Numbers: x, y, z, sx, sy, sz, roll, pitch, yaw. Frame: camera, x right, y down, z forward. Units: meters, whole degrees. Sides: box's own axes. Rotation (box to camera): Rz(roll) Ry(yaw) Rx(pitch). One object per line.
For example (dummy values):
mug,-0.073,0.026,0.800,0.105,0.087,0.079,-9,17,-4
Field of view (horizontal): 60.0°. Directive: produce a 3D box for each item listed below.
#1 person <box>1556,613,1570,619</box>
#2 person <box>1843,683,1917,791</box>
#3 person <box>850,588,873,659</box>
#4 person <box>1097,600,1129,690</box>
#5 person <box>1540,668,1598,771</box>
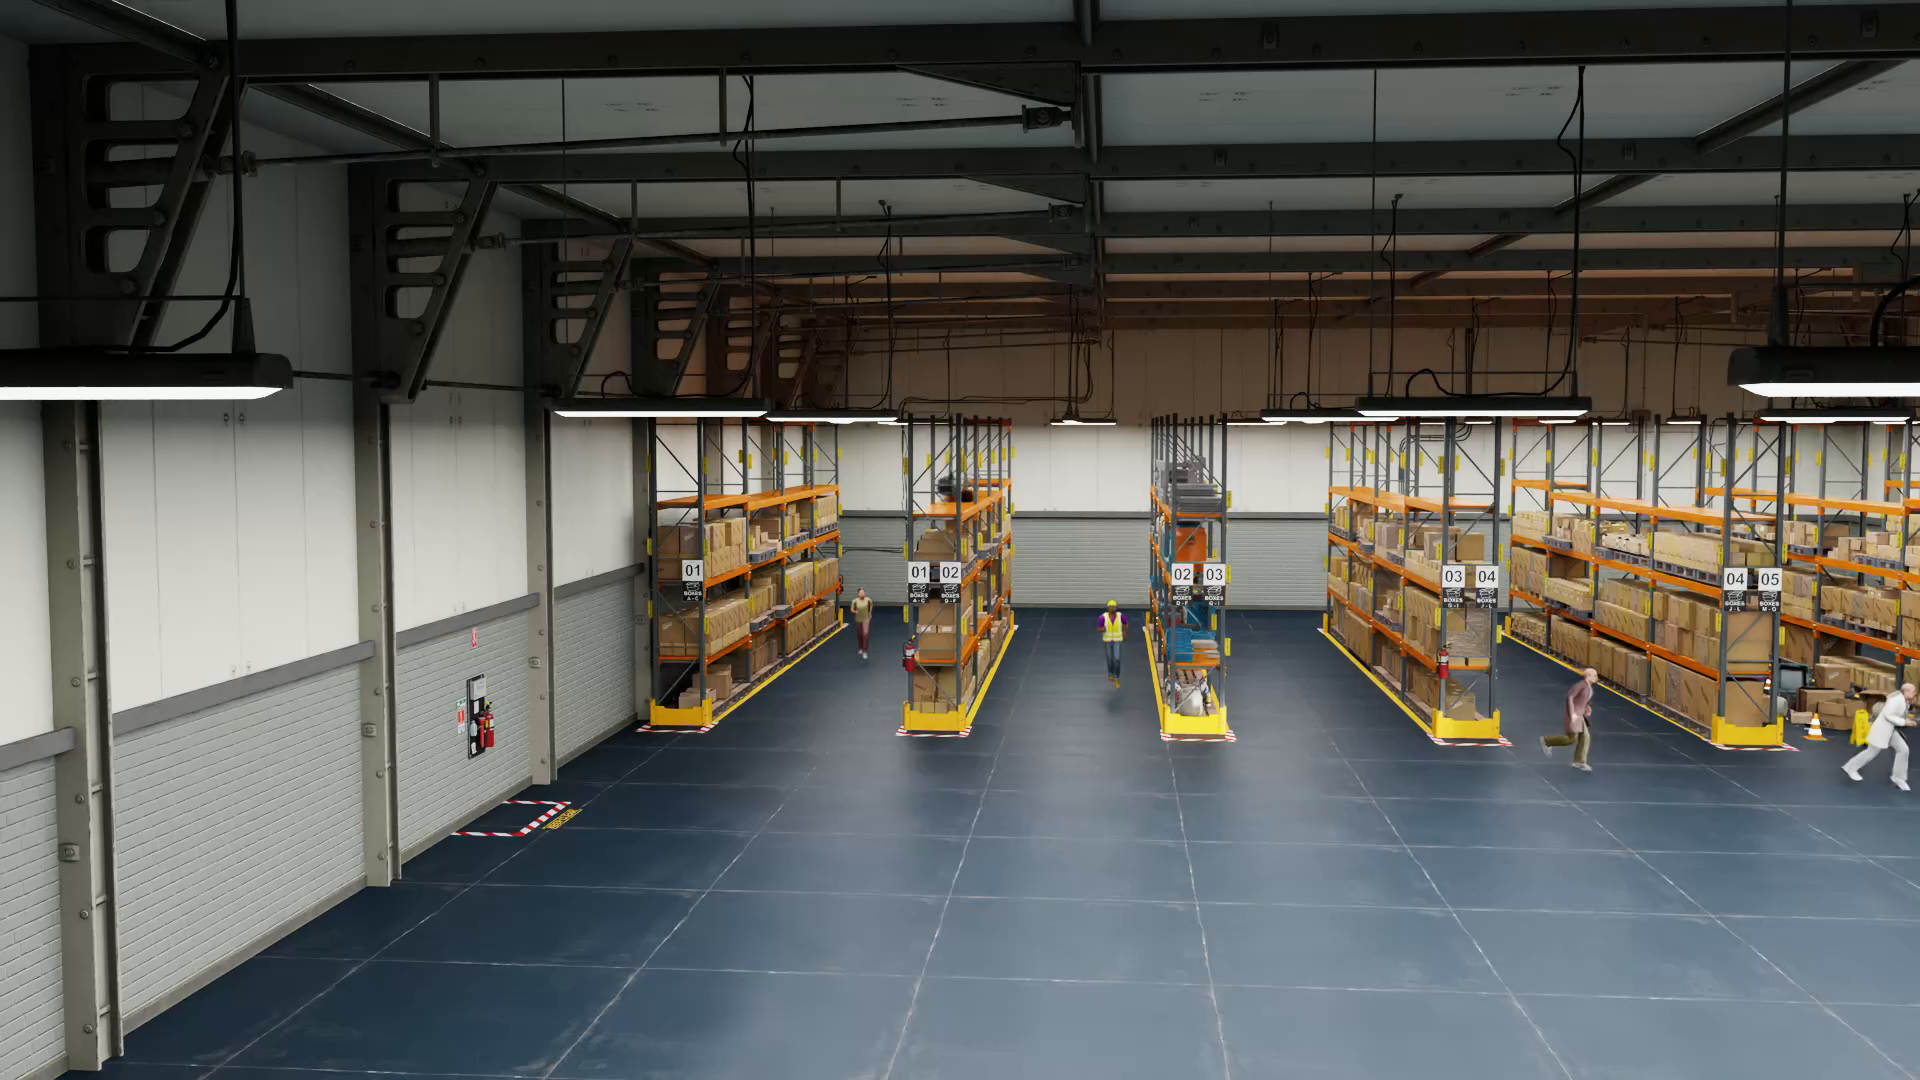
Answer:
person,16.946,1.787,46.512,0.621,1.616,0.542,-3,5,-35
person,14.726,3.115,26.613,1.060,1.745,0.755,4,5,44
person,-2.368,1.970,39.992,0.529,1.670,0.887,0,4,1
person,3.252,2.225,35.481,0.672,1.886,0.752,1,4,8
person,10.279,3.052,28.083,0.918,1.614,0.717,2,5,32
